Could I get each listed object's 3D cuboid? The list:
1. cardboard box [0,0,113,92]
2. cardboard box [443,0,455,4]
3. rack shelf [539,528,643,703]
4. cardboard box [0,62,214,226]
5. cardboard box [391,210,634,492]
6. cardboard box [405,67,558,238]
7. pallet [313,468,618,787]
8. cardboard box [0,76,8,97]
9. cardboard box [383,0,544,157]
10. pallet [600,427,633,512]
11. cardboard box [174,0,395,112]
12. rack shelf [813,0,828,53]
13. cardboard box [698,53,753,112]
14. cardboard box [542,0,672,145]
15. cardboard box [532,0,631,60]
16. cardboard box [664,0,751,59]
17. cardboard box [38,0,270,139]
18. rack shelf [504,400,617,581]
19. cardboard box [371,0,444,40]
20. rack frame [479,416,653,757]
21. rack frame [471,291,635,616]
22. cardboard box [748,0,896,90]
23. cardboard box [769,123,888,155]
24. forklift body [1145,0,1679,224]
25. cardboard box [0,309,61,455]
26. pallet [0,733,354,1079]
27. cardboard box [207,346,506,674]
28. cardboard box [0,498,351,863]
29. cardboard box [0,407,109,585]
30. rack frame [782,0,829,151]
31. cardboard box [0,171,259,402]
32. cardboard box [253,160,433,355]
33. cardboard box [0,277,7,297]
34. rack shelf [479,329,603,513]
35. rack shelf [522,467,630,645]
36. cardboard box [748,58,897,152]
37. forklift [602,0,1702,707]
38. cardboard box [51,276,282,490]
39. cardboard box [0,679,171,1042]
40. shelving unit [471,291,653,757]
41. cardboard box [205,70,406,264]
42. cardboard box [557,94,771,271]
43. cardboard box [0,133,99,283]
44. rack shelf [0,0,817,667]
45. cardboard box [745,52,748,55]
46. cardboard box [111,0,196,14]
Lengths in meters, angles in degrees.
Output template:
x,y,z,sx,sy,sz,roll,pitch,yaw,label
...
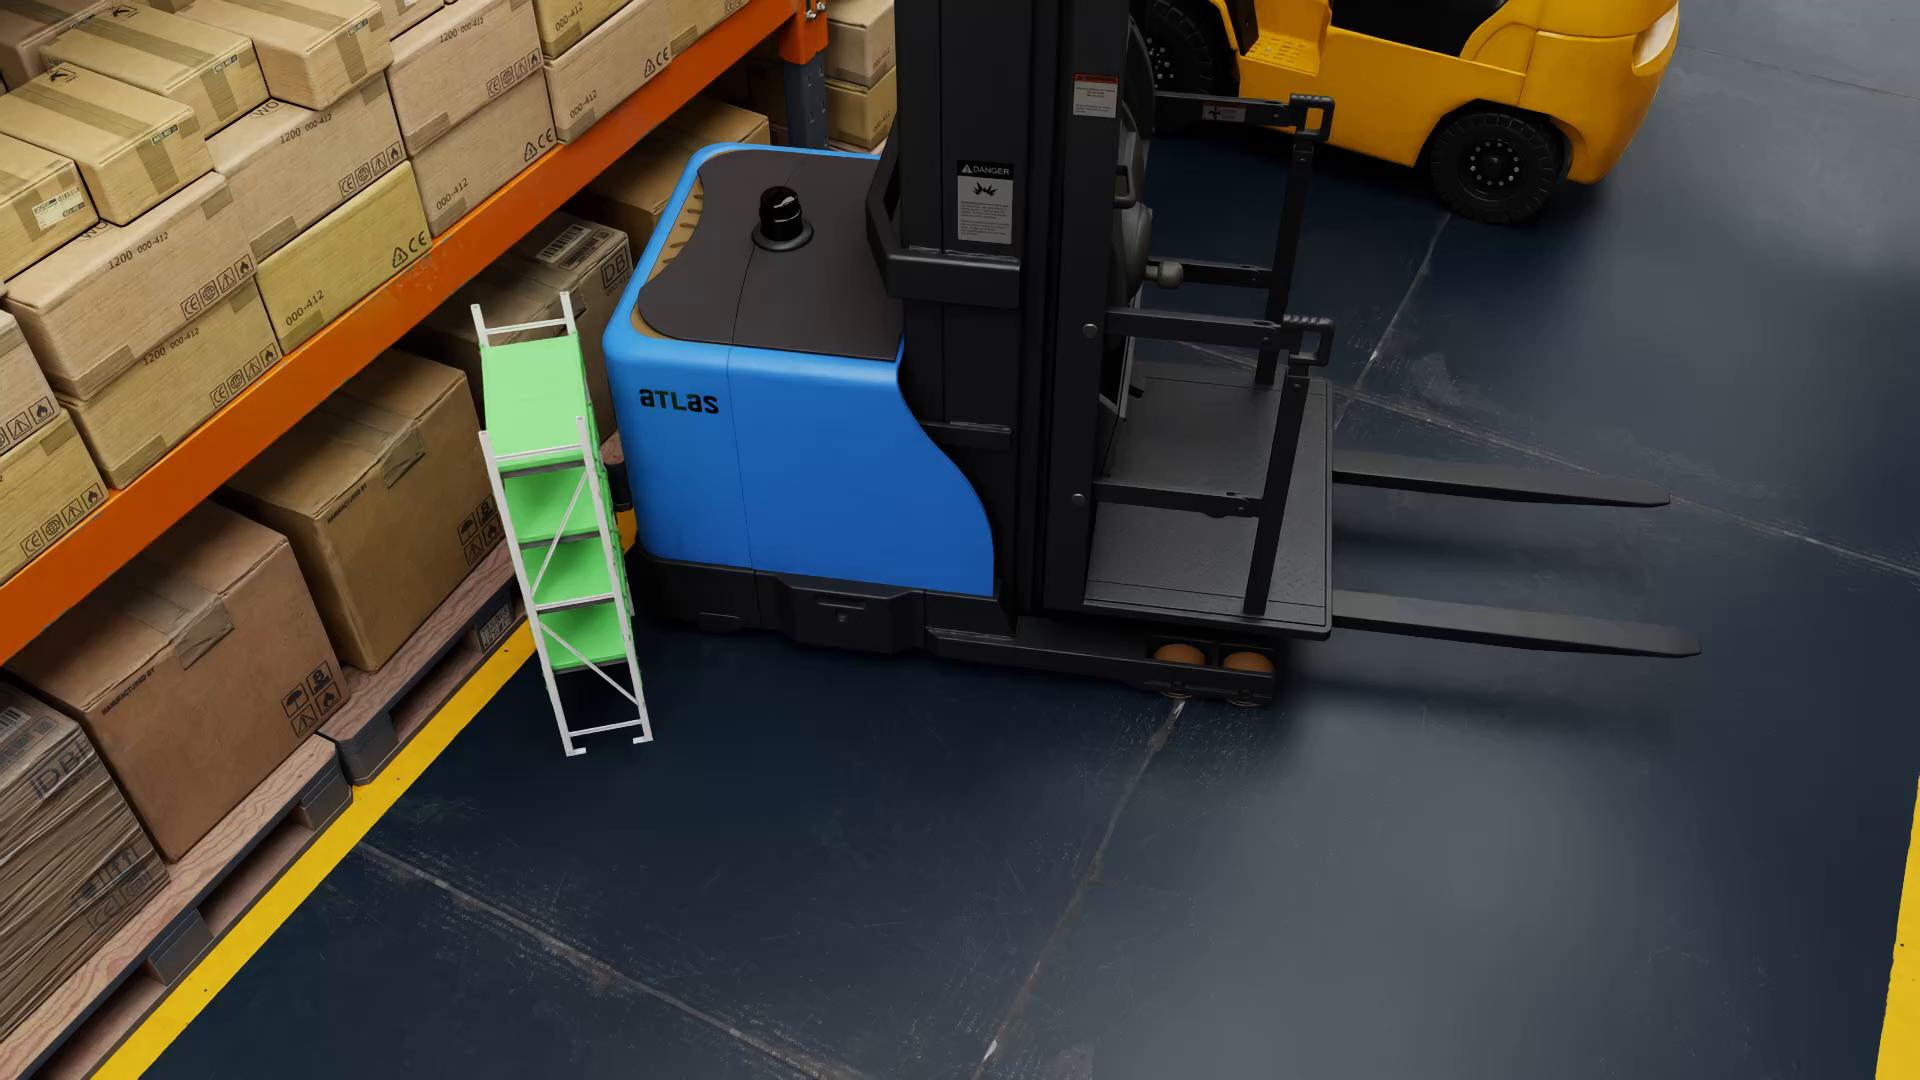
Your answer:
x,y,z,sx,sy,sz,roll,pitch,yaw,label
-2.117,-1.145,3.746,0.380,0.149,0.250,22,49,20,cardboard box
-1.335,-1.472,4.069,0.380,0.149,0.250,19,48,18,cardboard box
-1.043,0.204,4.632,0.258,0.148,0.480,-10,46,-10,rack shelf
-1.785,-0.820,3.425,0.380,0.149,0.250,21,49,20,cardboard box
-1.526,-0.651,5.158,0.875,0.625,0.625,20,49,19,cardboard box
-1.415,-1.079,4.313,0.500,0.250,0.500,21,49,19,cardboard box
-1.800,0.072,5.030,1.003,0.211,1.213,20,49,19,pallet
-2.331,-1.018,3.620,0.380,0.149,0.250,20,49,18,cardboard box
-1.403,-1.239,4.120,0.500,0.250,0.500,21,49,20,cardboard box
-1.235,-0.699,5.793,1.003,0.211,1.213,20,49,19,pallet
-1.510,-1.124,3.725,0.380,0.149,0.250,19,48,18,cardboard box
0.001,-3.164,6.773,1.077,0.370,4.000,20,49,19,rack shelf
-0.883,-1.888,6.293,0.500,0.250,0.500,19,48,18,cardboard box
-1.158,-1.381,4.612,0.500,0.250,0.500,20,49,19,cardboard box
-1.161,-1.559,4.436,0.500,0.250,0.500,19,48,18,cardboard box
-0.929,-1.700,4.927,0.500,0.250,0.500,22,49,20,cardboard box
-1.750,-1.016,3.618,0.380,0.149,0.250,20,49,19,cardboard box
-1.042,-0.134,4.291,0.258,0.148,0.480,-10,46,-10,rack shelf
-1.456,-1.316,3.916,0.380,0.149,0.250,21,49,19,cardboard box
-0.985,0.159,4.249,0.240,1.200,0.015,-10,46,-10,rack frame
-1.100,-0.178,4.583,0.240,1.200,0.015,-10,46,-10,rack frame
-0.425,-1.890,5.944,0.500,0.250,0.500,20,49,18,cardboard box
-0.409,-1.533,6.294,0.500,0.250,0.500,21,49,19,cardboard box
1.665,-2.581,6.289,2.313,2.155,1.214,20,49,19,forklift body
-2.128,-0.274,3.165,0.500,0.250,0.500,22,49,20,cardboard box
-2.367,0.838,4.273,1.003,0.211,1.213,20,49,19,pallet
-1.874,-0.176,4.690,0.875,0.625,0.625,19,48,17,cardboard box
-2.186,0.248,4.270,0.875,0.625,0.625,22,49,20,cardboard box
-2.124,-0.098,3.343,0.500,0.250,0.500,19,48,18,cardboard box
-0.927,-2.156,5.272,1.000,3.000,0.127,20,49,19,rack frame
-1.869,-0.597,3.485,0.500,0.250,0.500,19,48,18,cardboard box
-1.648,-0.751,3.989,0.500,0.250,0.500,22,49,20,cardboard box
-2.046,-0.511,3.120,0.380,0.149,0.250,21,49,19,cardboard box
-1.042,-0.302,4.120,0.258,0.148,0.480,-10,46,-10,rack shelf
-1.042,0.035,4.462,0.258,0.148,0.480,-10,46,-10,rack shelf
-0.429,-1.716,6.124,0.500,0.250,0.500,20,49,19,cardboard box
0.620,-0.961,4.139,3.031,2.935,1.130,6,46,6,forklift
-1.891,-0.425,3.666,0.500,0.250,0.500,19,48,18,cardboard box
-2.482,0.662,3.861,0.875,0.625,0.625,22,49,20,cardboard box
-1.042,-0.010,4.416,0.258,1.200,0.503,-10,46,-10,shelving unit
-1.654,-0.927,3.812,0.500,0.250,0.500,21,49,20,cardboard box
-1.159,-1.137,5.639,0.875,0.625,0.625,23,50,21,cardboard box
-1.955,-0.679,3.286,0.380,0.149,0.250,21,49,19,cardboard box
-1.856,-0.644,4.283,1.077,0.370,4.000,20,49,19,rack shelf
-0.870,-2.063,6.115,0.500,0.250,0.500,21,49,20,cardboard box
-2.029,-1.324,3.923,0.380,0.149,0.250,21,49,19,cardboard box
